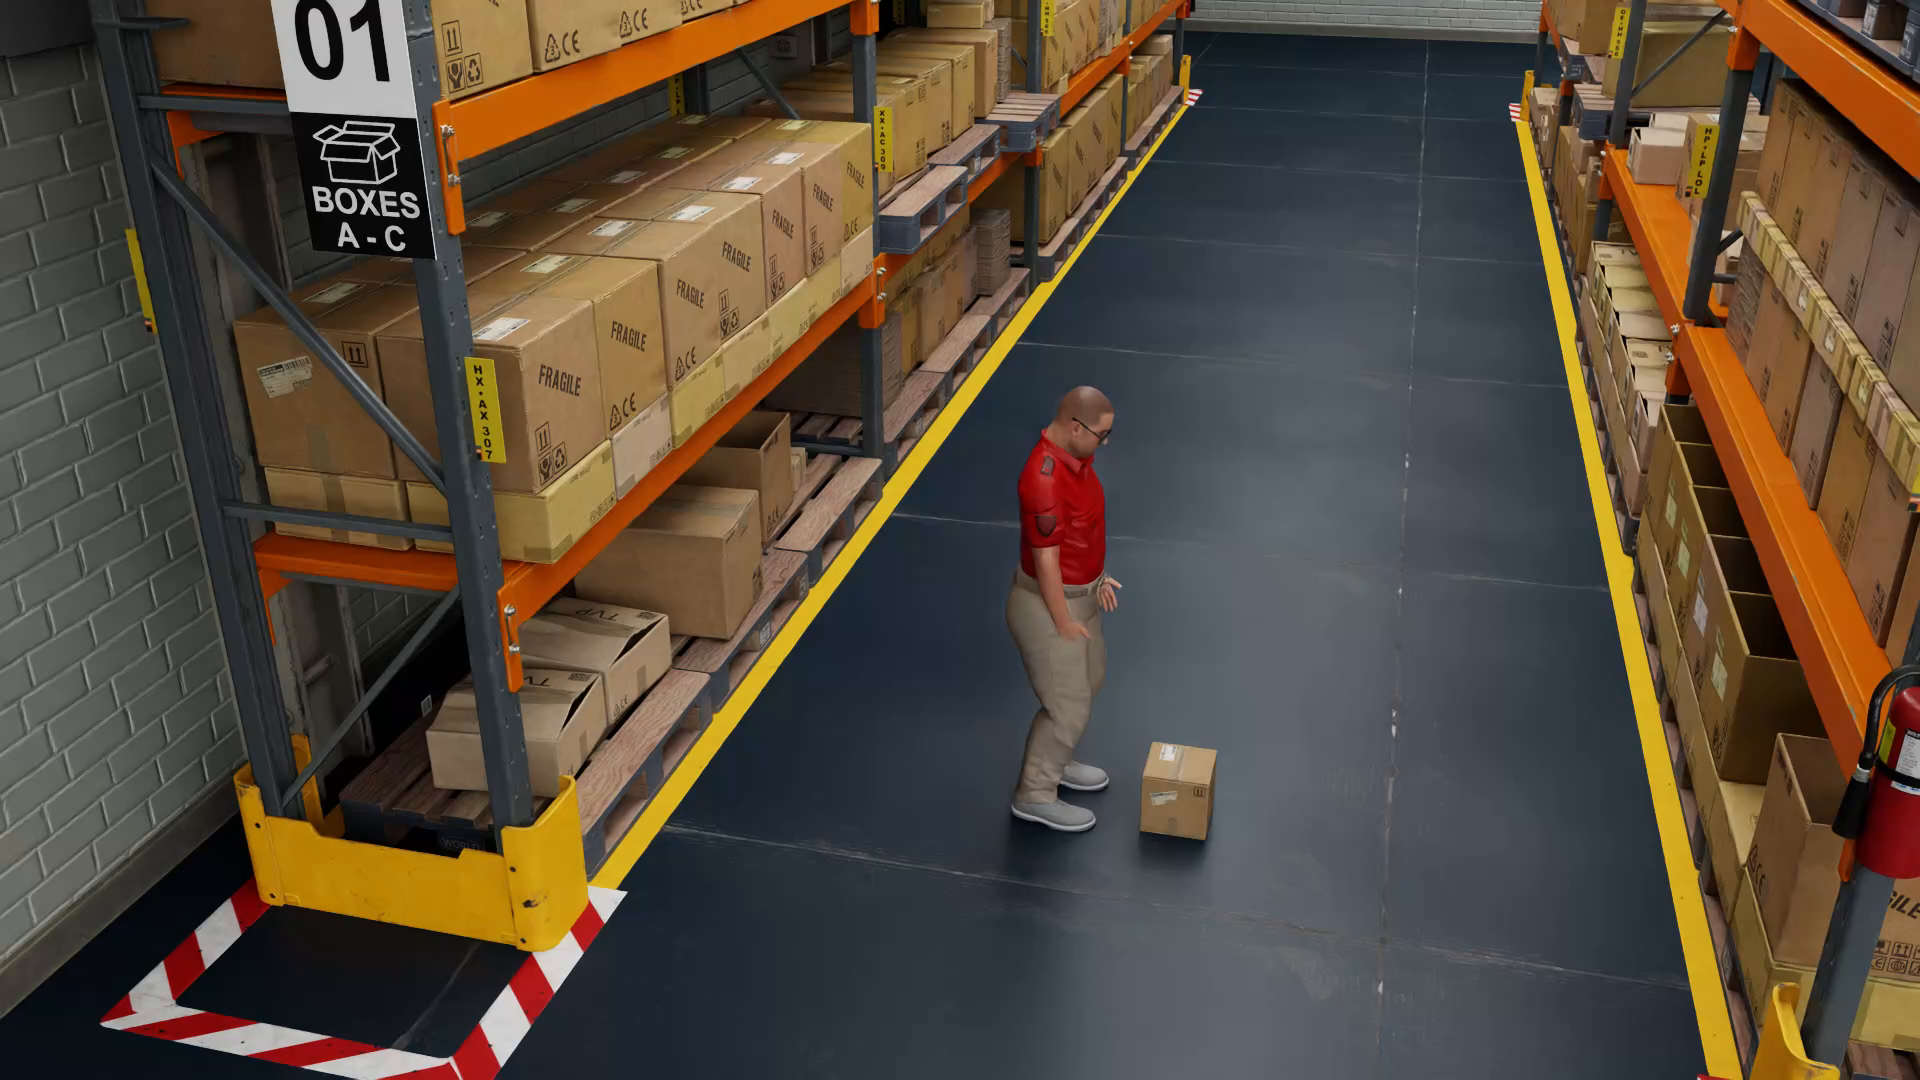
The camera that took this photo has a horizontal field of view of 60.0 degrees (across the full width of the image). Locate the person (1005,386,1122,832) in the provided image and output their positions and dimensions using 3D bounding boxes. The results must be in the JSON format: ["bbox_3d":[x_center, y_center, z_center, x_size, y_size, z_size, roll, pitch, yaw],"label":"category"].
[{"bbox_3d":[0.380,0.234,6.173,0.377,1.705,0.544,7,26,14],"label":"person"}]
